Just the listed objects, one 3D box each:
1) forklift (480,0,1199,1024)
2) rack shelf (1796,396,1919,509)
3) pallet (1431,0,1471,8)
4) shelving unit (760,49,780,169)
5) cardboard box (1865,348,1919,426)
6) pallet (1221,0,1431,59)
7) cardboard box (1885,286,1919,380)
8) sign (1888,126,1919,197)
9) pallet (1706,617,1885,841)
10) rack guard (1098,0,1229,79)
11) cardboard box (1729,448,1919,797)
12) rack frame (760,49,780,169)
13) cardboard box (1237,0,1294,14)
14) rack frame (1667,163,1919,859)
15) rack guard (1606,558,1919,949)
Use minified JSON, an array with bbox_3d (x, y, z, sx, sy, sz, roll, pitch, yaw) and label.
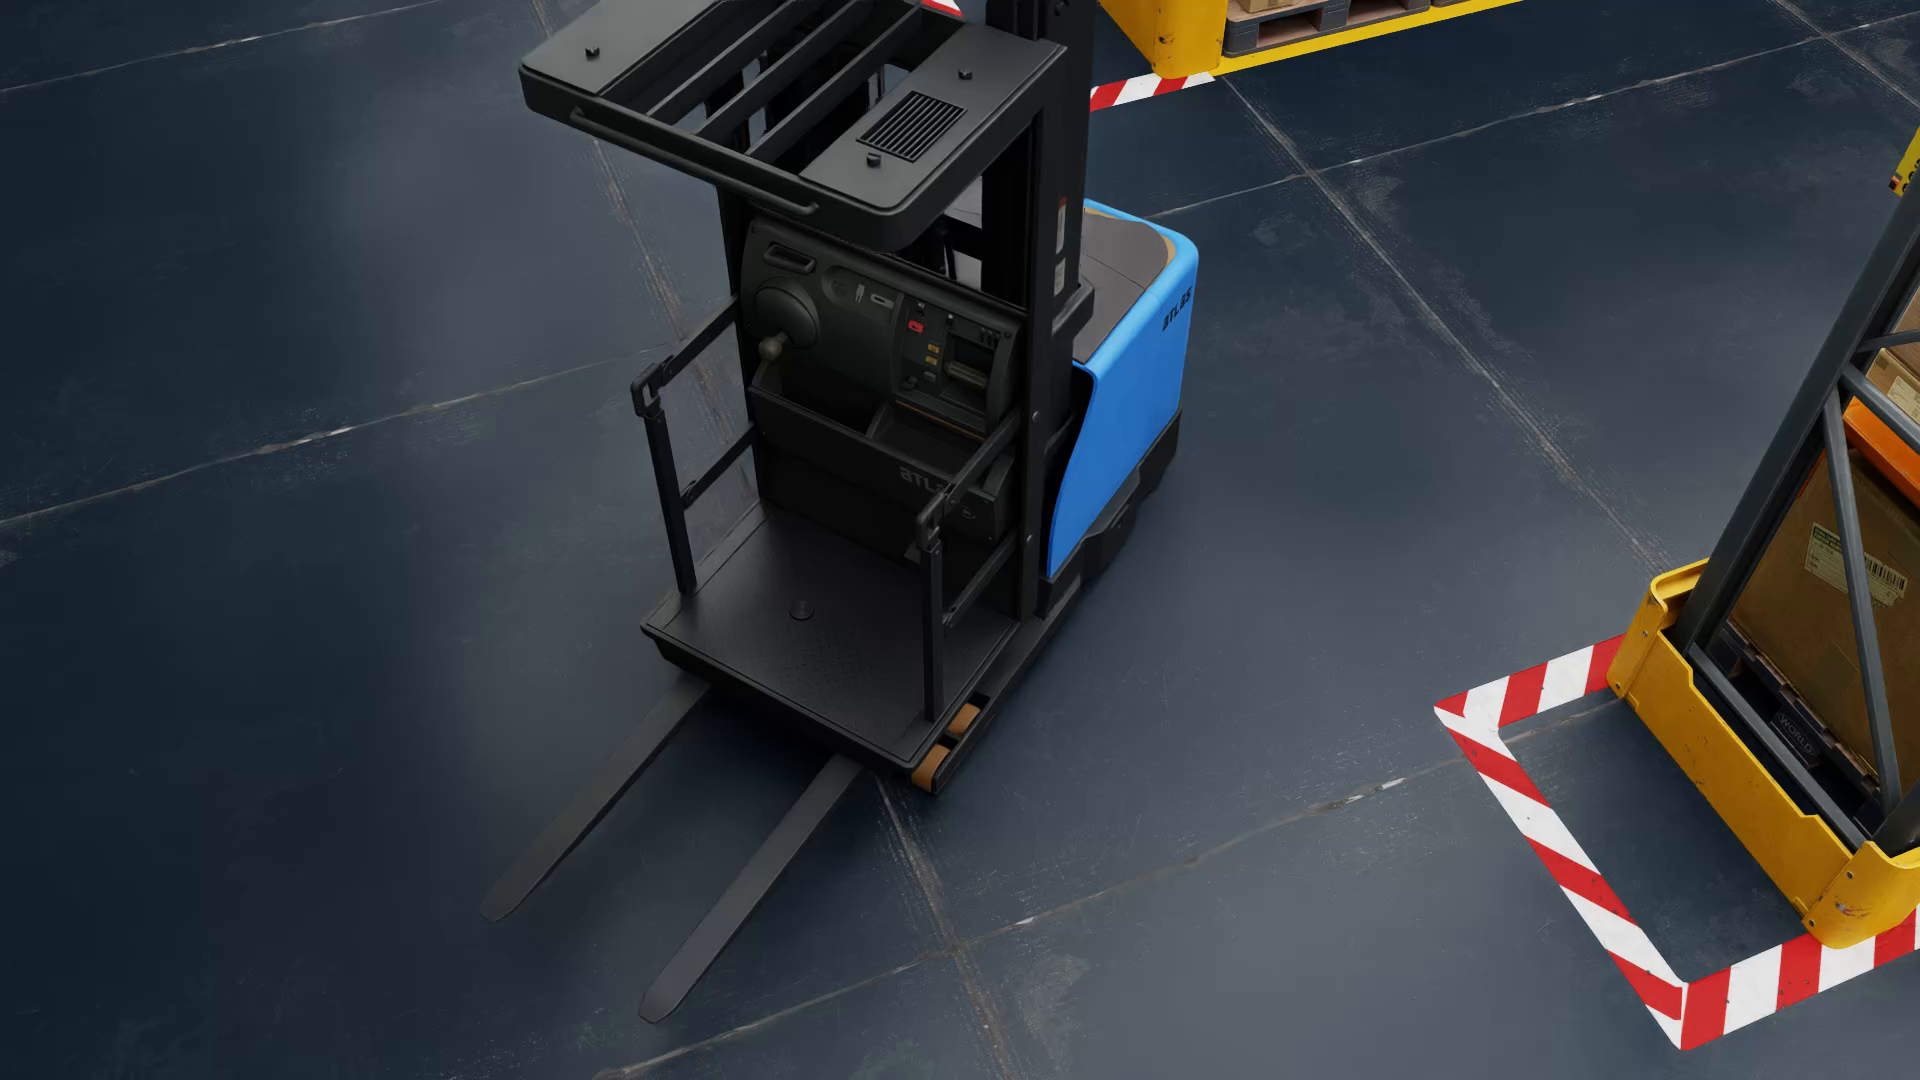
[{"bbox_3d":[-0.363,-0.530,4.773,1.130,2.935,3.031,25,54,20],"label":"forklift"},{"bbox_3d":[4.500,-0.498,5.175,4.000,0.370,1.077,-17,52,-14],"label":"rack shelf"},{"bbox_3d":[2.830,-3.340,8.979,1.213,0.211,1.003,-17,52,-14],"label":"pallet"},{"bbox_3d":[-0.185,-1.393,6.457,1.048,1.500,0.538,-4,49,-3],"label":"shelving unit"},{"bbox_3d":[2.853,-0.410,4.791,0.250,0.149,0.380,-16,51,-14],"label":"cardboard box"},{"bbox_3d":[1.702,-2.993,8.681,1.213,0.211,1.003,-17,52,-14],"label":"pallet"},{"bbox_3d":[2.996,-0.532,4.633,0.500,0.250,0.500,-18,52,-15],"label":"cardboard box"},{"bbox_3d":[2.456,-0.998,4.211,0.005,0.325,0.100,-17,52,-14],"label":"sign"},{"bbox_3d":[3.359,0.465,5.711,1.213,0.211,1.003,-17,52,-14],"label":"pallet"},{"bbox_3d":[0.937,-2.879,8.393,0.348,0.500,1.175,-17,52,-14],"label":"rack guard"},{"bbox_3d":[3.210,0.157,5.262,0.875,0.875,0.875,-17,52,-14],"label":"cardboard box"},{"bbox_3d":[-0.692,-1.360,6.429,0.032,1.500,0.500,-4,49,-3],"label":"rack frame"},{"bbox_3d":[1.472,-2.805,8.284,0.250,0.149,0.380,-16,51,-14],"label":"cardboard box"},{"bbox_3d":[2.648,-0.159,4.409,0.127,3.000,1.000,-17,52,-14],"label":"rack frame"},{"bbox_3d":[2.626,0.662,5.352,0.348,0.500,1.175,-17,52,-14],"label":"rack guard"}]
